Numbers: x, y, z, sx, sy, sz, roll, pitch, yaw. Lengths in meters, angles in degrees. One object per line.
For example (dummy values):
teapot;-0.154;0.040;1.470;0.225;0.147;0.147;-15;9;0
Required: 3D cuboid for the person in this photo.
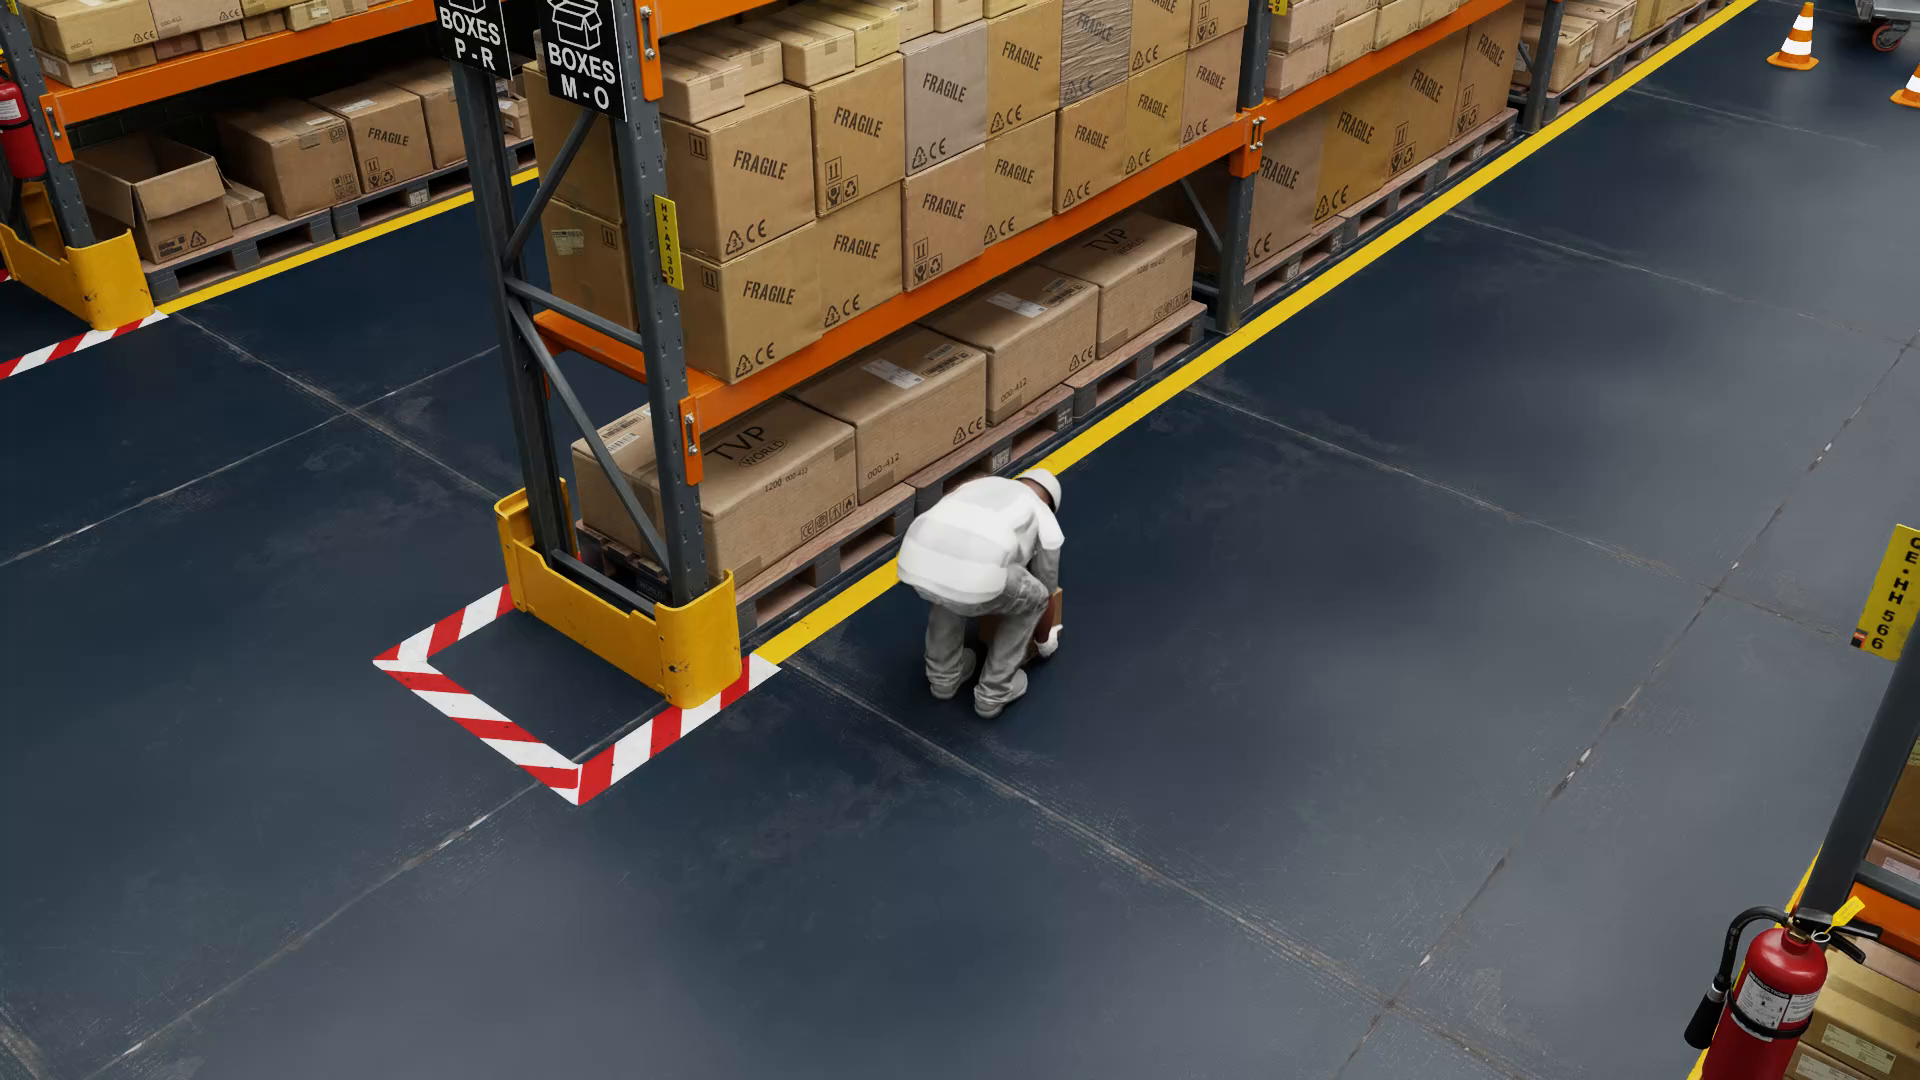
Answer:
person;0.127;0.139;6.621;0.516;0.988;0.981;18;39;24
